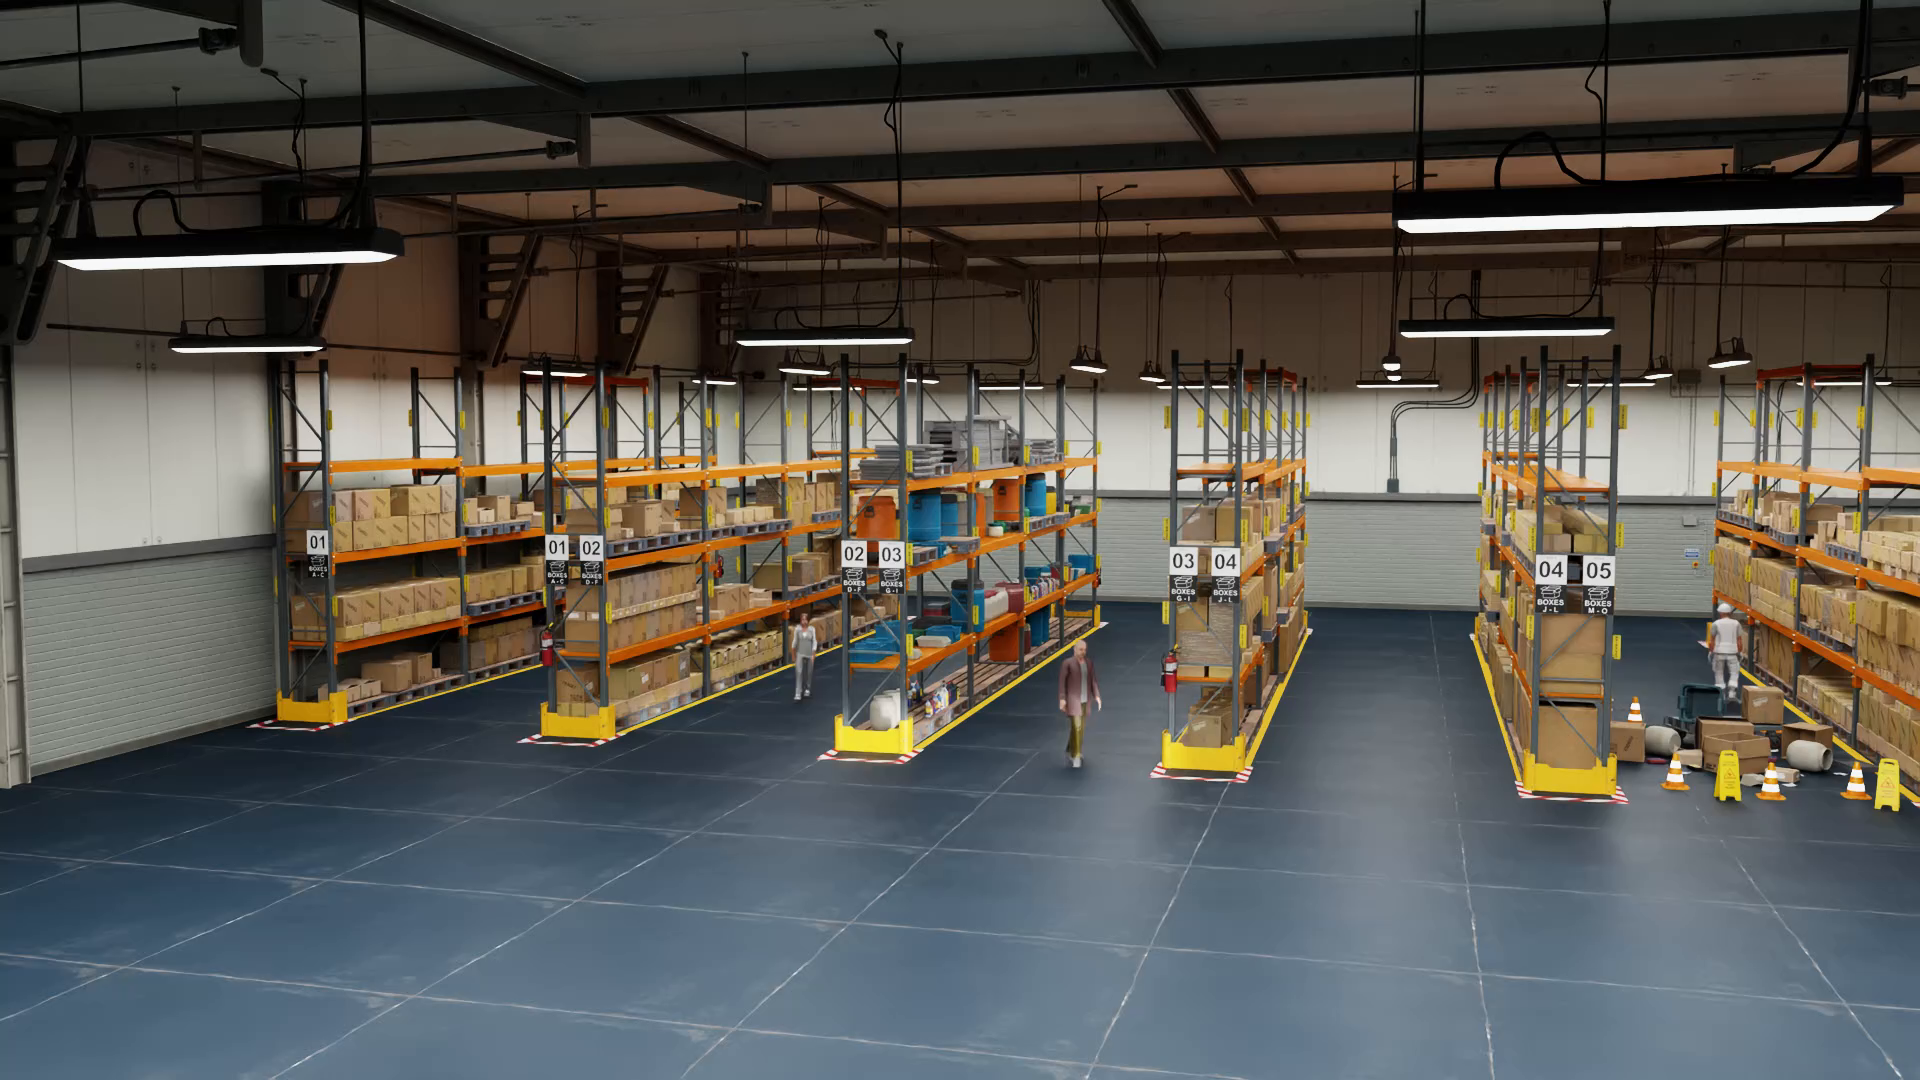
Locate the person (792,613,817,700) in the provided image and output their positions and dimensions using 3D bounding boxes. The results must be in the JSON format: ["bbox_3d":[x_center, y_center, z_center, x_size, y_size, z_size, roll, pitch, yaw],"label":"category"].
[{"bbox_3d":[-2.779,2.073,29.685,0.453,1.543,0.969,-1,4,-11],"label":"person"}]

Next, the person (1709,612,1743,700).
[{"bbox_3d":[13.463,2.012,29.233,0.547,1.685,0.432,1,4,14],"label":"person"}]

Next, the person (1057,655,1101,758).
[{"bbox_3d":[1.714,2.409,24.364,0.595,1.491,0.523,-3,5,-37],"label":"person"}]
